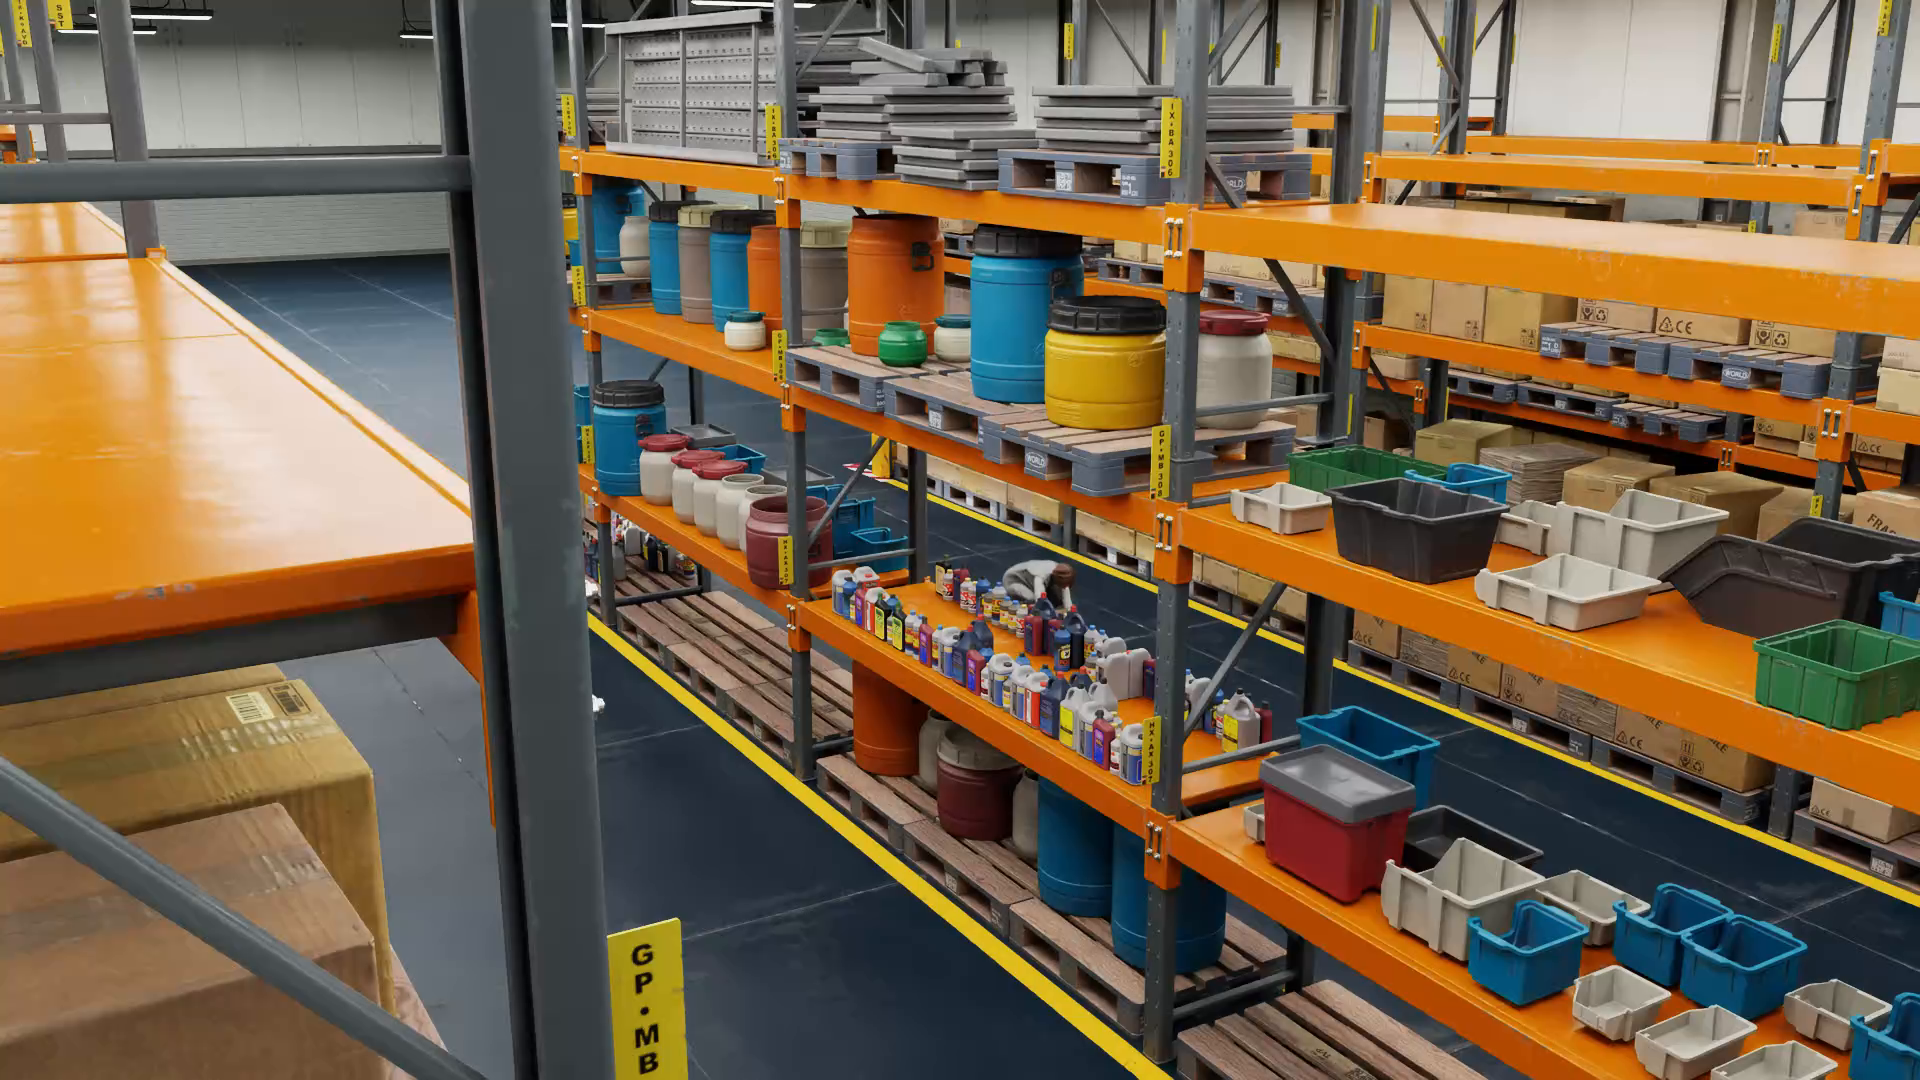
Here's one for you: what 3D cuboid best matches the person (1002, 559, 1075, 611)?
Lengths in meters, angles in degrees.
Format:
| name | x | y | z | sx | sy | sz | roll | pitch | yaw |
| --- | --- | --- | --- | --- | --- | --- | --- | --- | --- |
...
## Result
| name | x | y | z | sx | sy | sz | roll | pitch | yaw |
| --- | --- | --- | --- | --- | --- | --- | --- | --- | --- |
| person | 0.703 | 0.515 | 14.536 | 0.429 | 0.731 | 0.839 | -9 | 18 | -31 |
